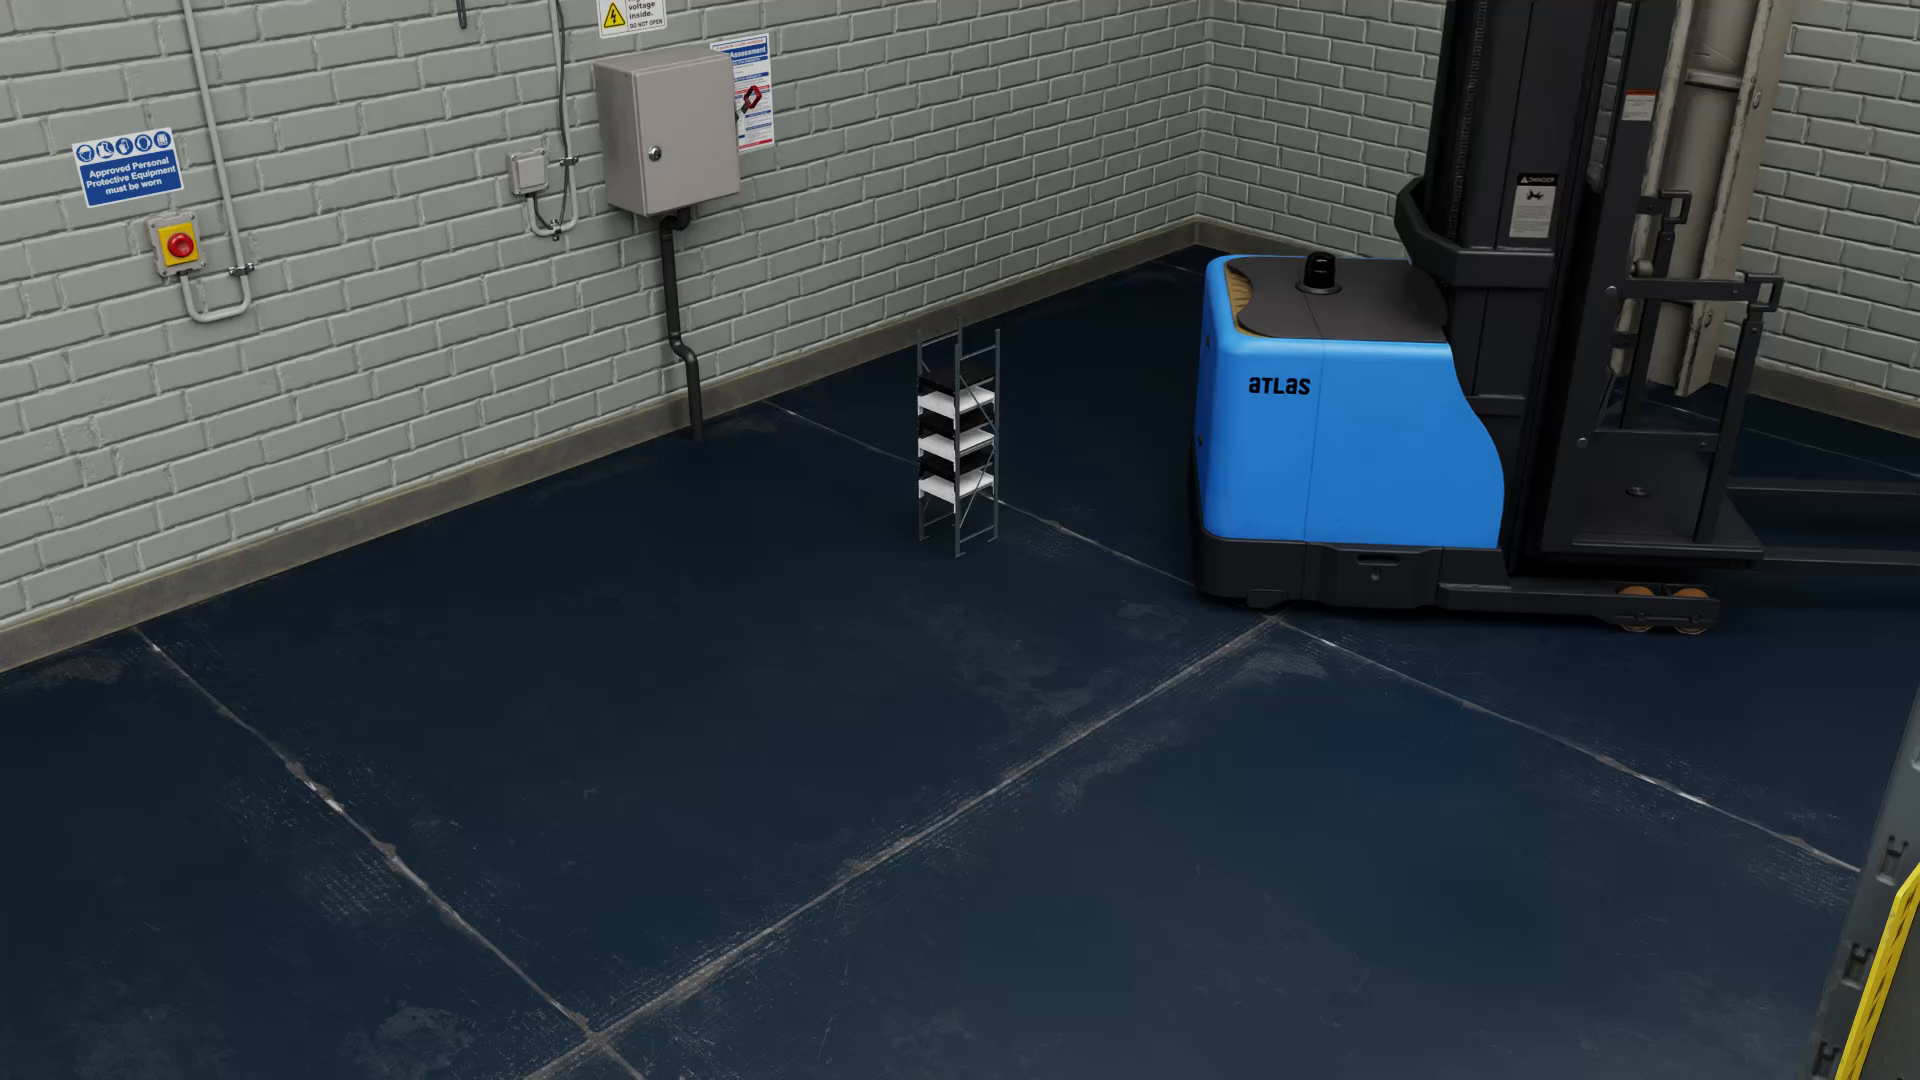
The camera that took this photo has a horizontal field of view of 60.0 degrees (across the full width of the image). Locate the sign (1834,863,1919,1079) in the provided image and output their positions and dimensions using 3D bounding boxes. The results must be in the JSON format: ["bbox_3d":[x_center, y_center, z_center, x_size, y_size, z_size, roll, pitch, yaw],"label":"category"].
[{"bbox_3d":[0.904,0.456,1.645,0.005,0.325,0.100,25,36,38],"label":"sign"}]

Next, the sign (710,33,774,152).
[{"bbox_3d":[-0.965,-1.979,7.394,0.001,0.494,0.329,25,36,38],"label":"sign"}]

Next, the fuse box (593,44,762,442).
[{"bbox_3d":[-1.163,-1.220,7.231,0.414,1.711,0.539,25,36,38],"label":"fuse box"}]

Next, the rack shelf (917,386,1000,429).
[{"bbox_3d":[-0.006,-0.531,6.477,0.200,0.077,0.258,25,36,38],"label":"rack shelf"}]

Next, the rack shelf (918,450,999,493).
[{"bbox_3d":[-0.006,-0.292,6.603,0.200,0.077,0.258,25,36,38],"label":"rack shelf"}]

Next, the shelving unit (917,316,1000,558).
[{"bbox_3d":[-0.006,-0.401,6.546,0.210,0.900,0.258,25,36,38],"label":"shelving unit"}]

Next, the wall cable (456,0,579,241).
[{"bbox_3d":[-1.754,-2.065,6.362,0.122,1.984,0.588,25,36,38],"label":"wall cable"}]

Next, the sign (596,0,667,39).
[{"bbox_3d":[-1.350,-2.205,6.833,0.001,0.242,0.339,25,36,38],"label":"sign"}]

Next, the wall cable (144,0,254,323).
[{"bbox_3d":[-2.740,-1.604,5.452,0.123,1.953,0.585,25,36,38],"label":"wall cable"}]

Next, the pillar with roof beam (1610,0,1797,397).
[{"bbox_3d":[0.465,-3.362,3.475,0.400,9.000,9.100,25,36,38],"label":"pillar with roof beam"}]

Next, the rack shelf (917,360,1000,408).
[{"bbox_3d":[-0.006,-0.610,6.435,0.200,0.077,0.258,25,36,38],"label":"rack shelf"}]

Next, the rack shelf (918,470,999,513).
[{"bbox_3d":[-0.006,-0.212,6.645,0.200,0.077,0.258,25,36,38],"label":"rack shelf"}]

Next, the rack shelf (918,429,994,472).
[{"bbox_3d":[-0.006,-0.371,6.561,0.200,0.077,0.258,25,36,38],"label":"rack shelf"}]

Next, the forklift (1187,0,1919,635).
[{"bbox_3d":[2.437,-1.210,5.902,3.031,2.935,1.130,2,28,4],"label":"forklift"}]

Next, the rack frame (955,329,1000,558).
[{"bbox_3d":[0.067,-0.368,6.483,0.006,0.900,0.240,25,36,38],"label":"rack frame"}]

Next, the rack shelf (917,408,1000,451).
[{"bbox_3d":[-0.006,-0.451,6.519,0.200,0.077,0.258,25,36,38],"label":"rack shelf"}]

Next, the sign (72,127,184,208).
[{"bbox_3d":[-2.818,-1.264,5.641,0.001,0.218,0.327,25,36,38],"label":"sign"}]

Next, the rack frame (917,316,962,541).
[{"bbox_3d":[-0.078,-0.434,6.609,0.006,0.900,0.240,25,36,38],"label":"rack frame"}]
